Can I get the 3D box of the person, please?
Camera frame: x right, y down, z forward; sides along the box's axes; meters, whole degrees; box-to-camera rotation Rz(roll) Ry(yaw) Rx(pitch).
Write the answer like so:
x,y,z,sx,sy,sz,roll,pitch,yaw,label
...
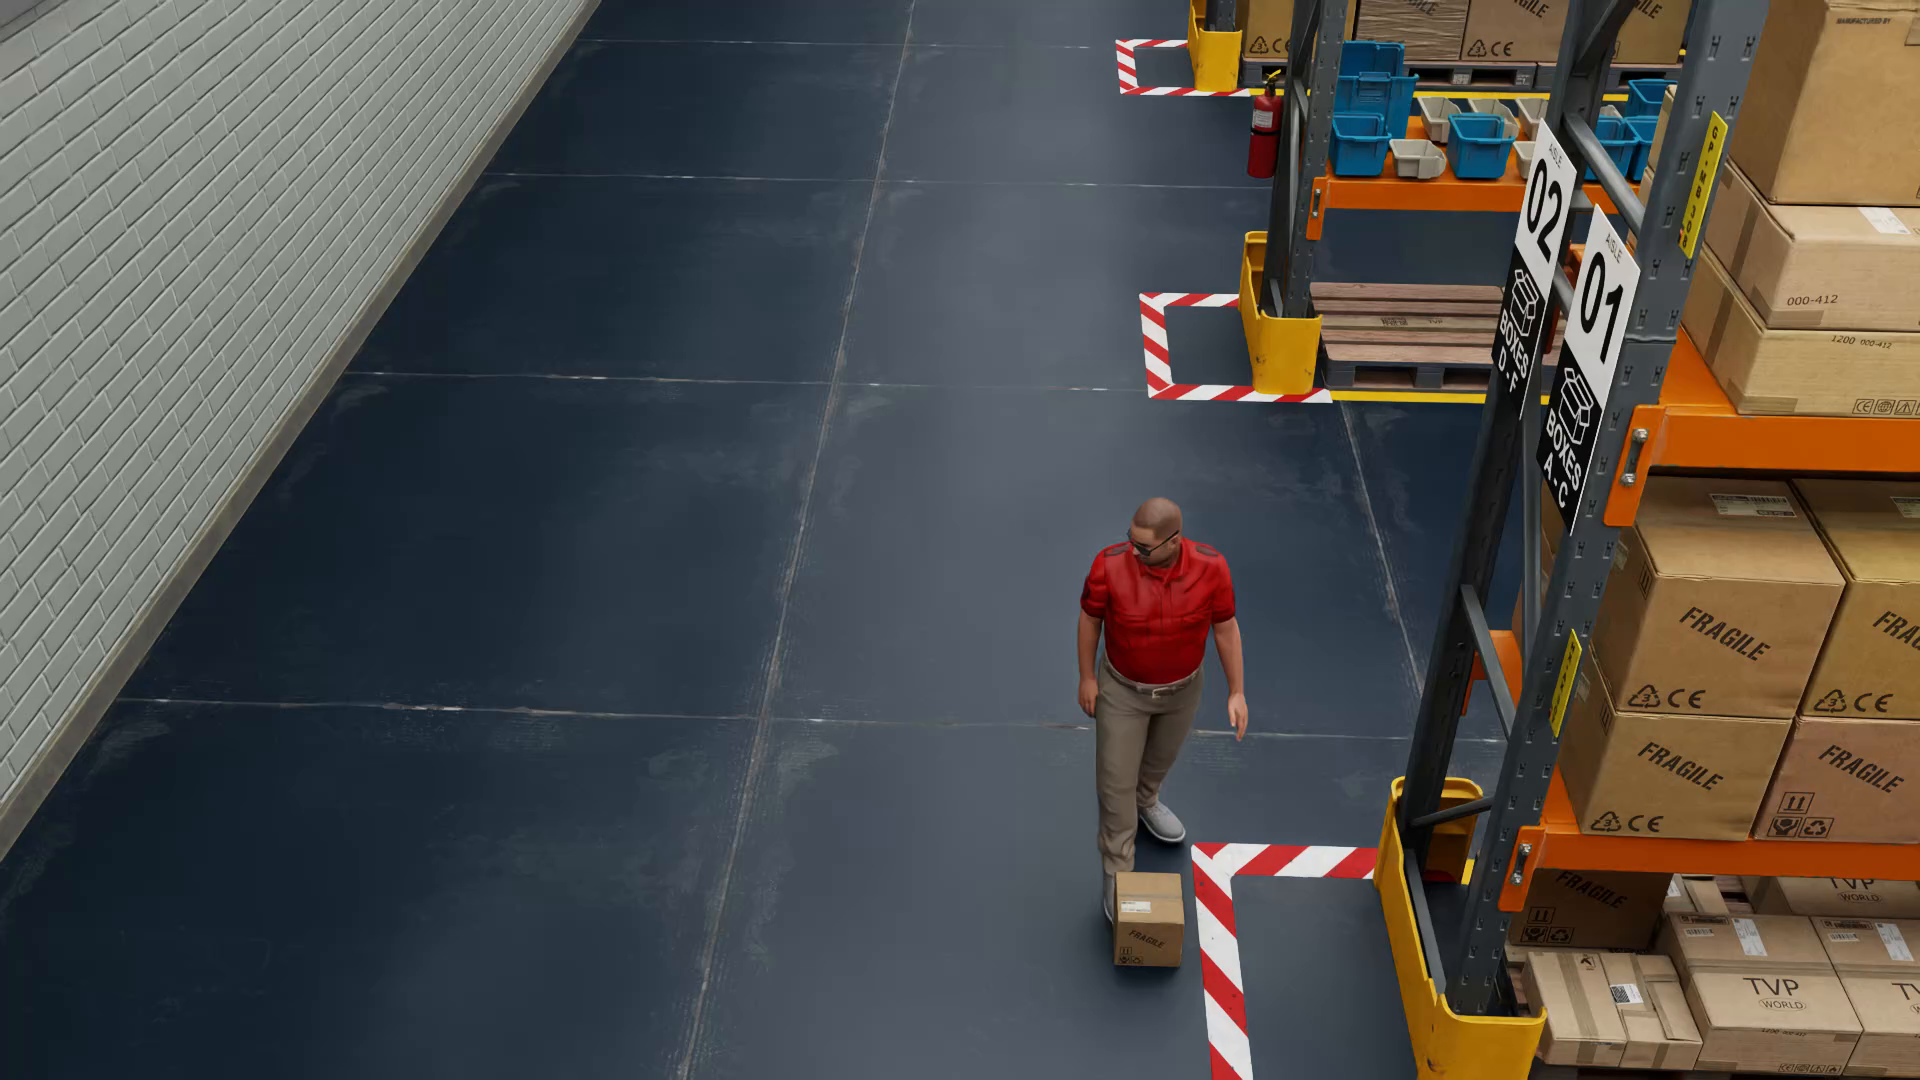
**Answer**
x,y,z,sx,sy,sz,roll,pitch,yaw,label
0.754,0.530,6.294,0.594,1.646,0.533,-7,36,-10,person
